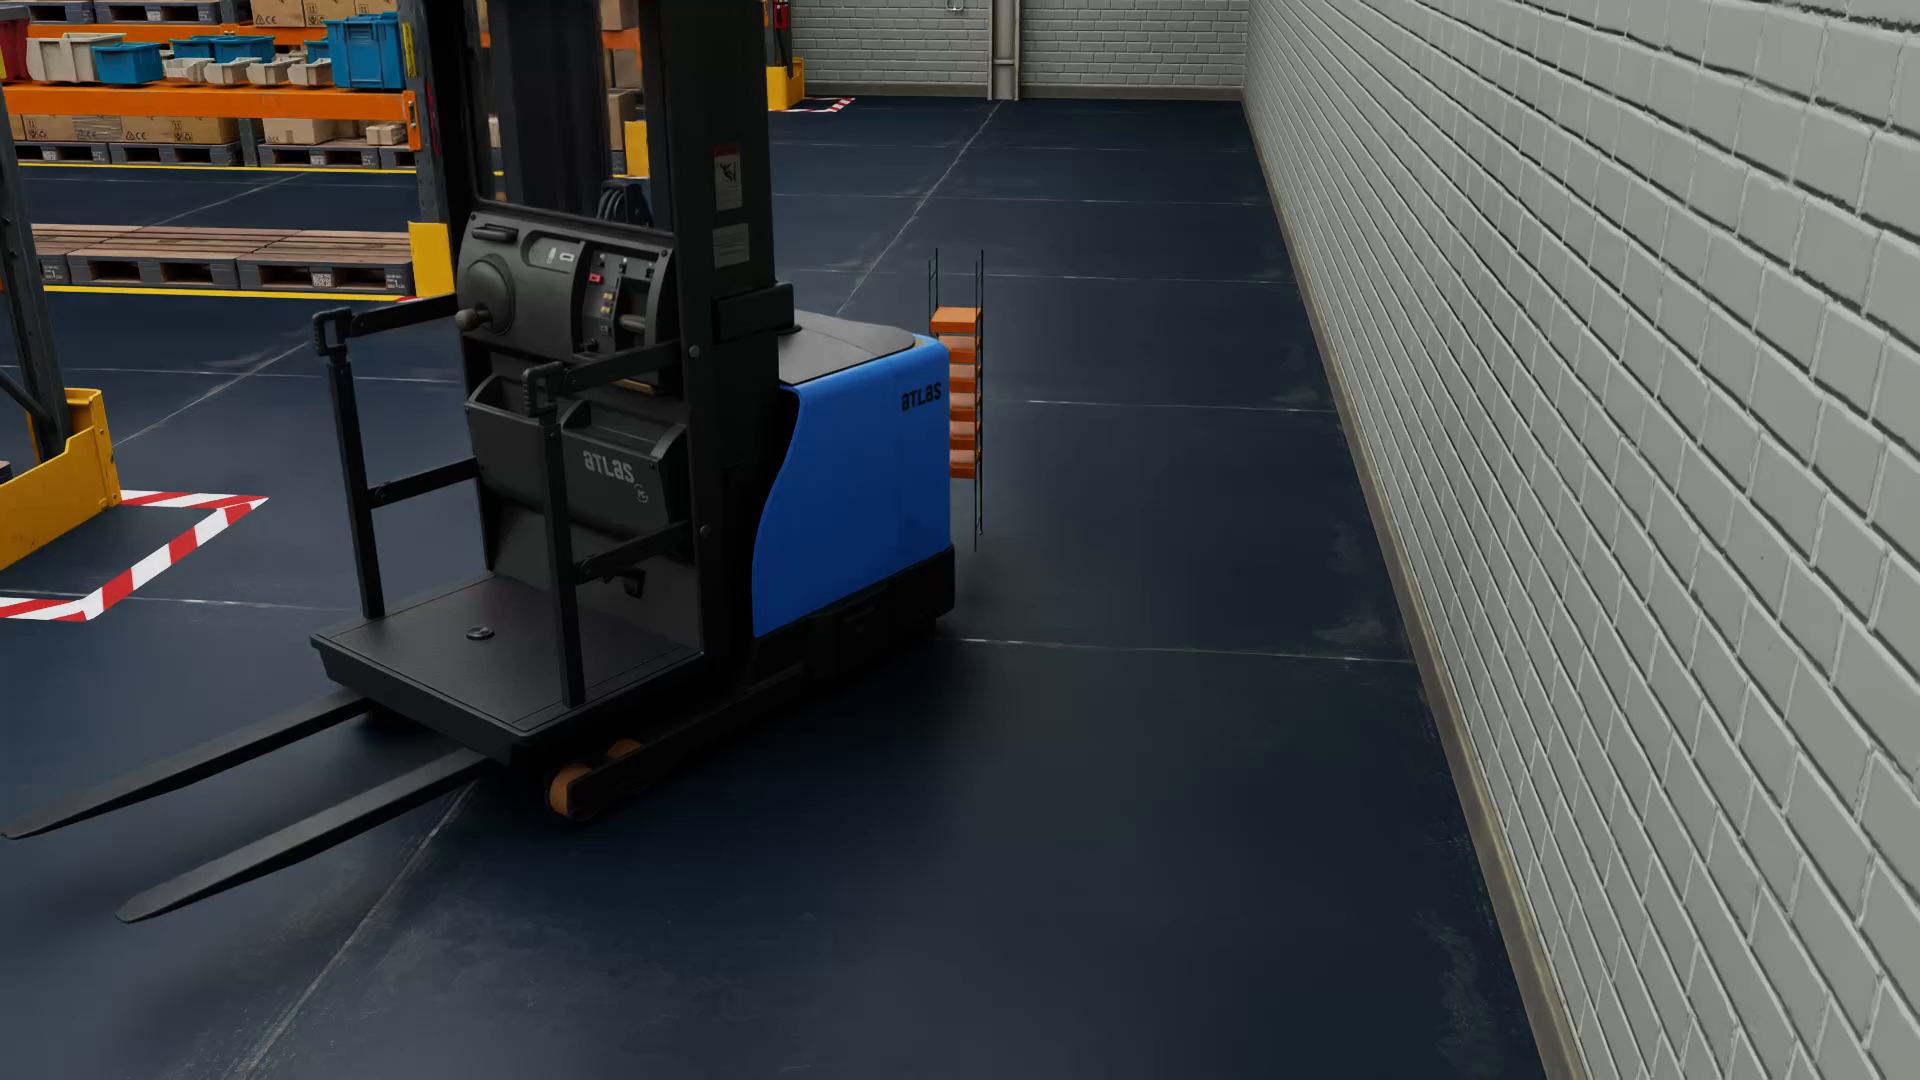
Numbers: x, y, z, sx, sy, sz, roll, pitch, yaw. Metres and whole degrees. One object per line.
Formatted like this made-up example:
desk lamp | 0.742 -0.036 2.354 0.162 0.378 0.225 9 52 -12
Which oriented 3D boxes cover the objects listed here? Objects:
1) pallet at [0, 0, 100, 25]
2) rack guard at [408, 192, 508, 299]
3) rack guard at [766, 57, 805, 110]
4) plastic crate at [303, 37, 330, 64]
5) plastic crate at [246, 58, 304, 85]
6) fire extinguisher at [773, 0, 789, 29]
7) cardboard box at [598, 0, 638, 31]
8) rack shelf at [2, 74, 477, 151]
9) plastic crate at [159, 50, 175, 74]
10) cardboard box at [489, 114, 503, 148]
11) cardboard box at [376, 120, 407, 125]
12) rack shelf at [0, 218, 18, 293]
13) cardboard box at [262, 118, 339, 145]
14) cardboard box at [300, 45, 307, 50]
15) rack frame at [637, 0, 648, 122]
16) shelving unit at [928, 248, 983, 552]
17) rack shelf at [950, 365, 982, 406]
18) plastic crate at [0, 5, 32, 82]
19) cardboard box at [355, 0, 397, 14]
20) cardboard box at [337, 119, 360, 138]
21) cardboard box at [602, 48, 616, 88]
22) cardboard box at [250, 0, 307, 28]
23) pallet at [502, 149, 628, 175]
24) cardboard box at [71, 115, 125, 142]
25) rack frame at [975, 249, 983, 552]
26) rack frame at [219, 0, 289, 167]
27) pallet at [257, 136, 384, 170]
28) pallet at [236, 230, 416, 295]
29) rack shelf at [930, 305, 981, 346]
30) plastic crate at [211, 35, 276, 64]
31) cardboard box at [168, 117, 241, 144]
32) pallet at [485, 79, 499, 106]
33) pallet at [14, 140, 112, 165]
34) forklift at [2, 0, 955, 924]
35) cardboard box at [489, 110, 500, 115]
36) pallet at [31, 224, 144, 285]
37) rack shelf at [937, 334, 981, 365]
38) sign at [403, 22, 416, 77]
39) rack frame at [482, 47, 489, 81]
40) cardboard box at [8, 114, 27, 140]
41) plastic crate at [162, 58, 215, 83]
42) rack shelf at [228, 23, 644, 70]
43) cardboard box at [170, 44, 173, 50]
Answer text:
pallet | -8.815 -5.170 16.197 1.213 0.211 1.003 2 22 6
rack guard | -3.363 -2.028 11.390 0.348 0.500 1.175 2 22 6
rack guard | -2.199 -5.641 20.527 0.348 0.500 1.175 2 22 6
plastic crate | -4.249 -3.296 11.344 0.300 0.233 0.416 2 22 6
plastic crate | -4.506 -3.079 10.926 0.243 0.136 0.396 2 22 6
fire extinguisher | -2.127 -6.420 19.710 0.183 0.674 0.296 2 22 6
cardboard box | -3.279 -4.962 15.274 0.500 0.500 0.500 3 22 8
rack shelf | -5.375 -2.939 11.272 4.000 0.370 1.077 2 22 6
plastic crate | -5.596 -3.300 11.483 0.466 0.136 0.293 2 22 6
cardboard box | -4.311 -3.907 15.884 0.500 0.250 0.500 2 22 6
cardboard box | -5.430 -4.169 16.464 0.500 0.311 0.500 2 22 6
rack shelf | -5.958 -1.131 6.698 4.000 0.370 1.077 2 22 6
cardboard box | -6.383 -4.025 16.101 0.500 0.311 0.500 2 22 6
cardboard box | -7.739 -6.191 20.872 0.750 0.750 0.750 3 22 8
rack frame | -2.802 -4.995 15.495 0.127 3.000 1.000 2 22 6
shelving unit | -0.014 -0.559 6.721 0.189 1.200 0.258 2 22 6
rack shelf | -0.014 -0.629 6.693 0.180 0.103 0.258 2 22 6
plastic crate | -6.504 -3.288 11.007 0.583 0.464 0.402 2 22 6
cardboard box | -5.295 -5.050 15.497 0.500 0.500 0.500 2 22 6
cardboard box | -6.175 -4.289 16.511 0.500 0.500 0.500 2 22 6
cardboard box | -4.457 -5.894 20.598 0.500 0.500 0.700 3 22 8
cardboard box | -6.300 -5.093 15.607 0.500 0.500 0.500 3 22 8
pallet | -3.669 -3.736 16.103 1.213 0.211 1.003 2 22 6
cardboard box | -8.286 -4.174 16.218 0.500 0.500 0.500 3 22 7
rack frame | 0.076 -0.555 6.711 0.006 1.200 0.240 2 22 6
rack frame | -6.774 -5.168 15.933 0.127 3.000 1.000 2 22 6
pallet | -6.092 -3.841 16.370 1.213 0.211 1.003 2 22 6
pallet | -4.203 -1.940 11.560 1.213 0.211 1.003 2 22 6
rack shelf | -0.014 -0.852 6.605 0.180 0.103 0.258 2 22 6
plastic crate | -4.903 -3.325 11.416 0.300 0.233 0.416 2 22 6
cardboard box | -7.298 -4.127 16.101 0.500 0.500 0.500 2 22 6
pallet | -5.449 -5.619 20.865 1.213 0.211 1.003 2 22 6
pallet | -8.801 -3.945 16.631 1.213 0.211 1.003 2 22 6
forklift | -1.329 -0.747 4.842 1.130 2.935 3.031 16 27 35
cardboard box | -4.302 -4.092 16.351 0.500 0.250 0.500 2 22 6
pallet | -6.626 -2.046 11.827 1.213 0.211 1.003 2 22 6
rack shelf | -0.014 -0.740 6.649 0.180 0.103 0.258 2 22 6
sign | -3.437 -3.061 10.381 0.005 0.325 0.100 2 22 6
rack frame | -6.195 -6.977 20.508 0.127 3.000 1.000 2 22 6
cardboard box | -9.310 -4.215 16.324 0.500 0.500 0.500 2 22 6
plastic crate | -5.082 -3.088 10.949 0.250 0.136 0.298 2 22 6
rack shelf | -4.788 -4.747 15.846 4.000 0.370 1.077 2 22 6
cardboard box | -9.452 -6.266 21.062 0.750 0.750 0.750 2 22 6
